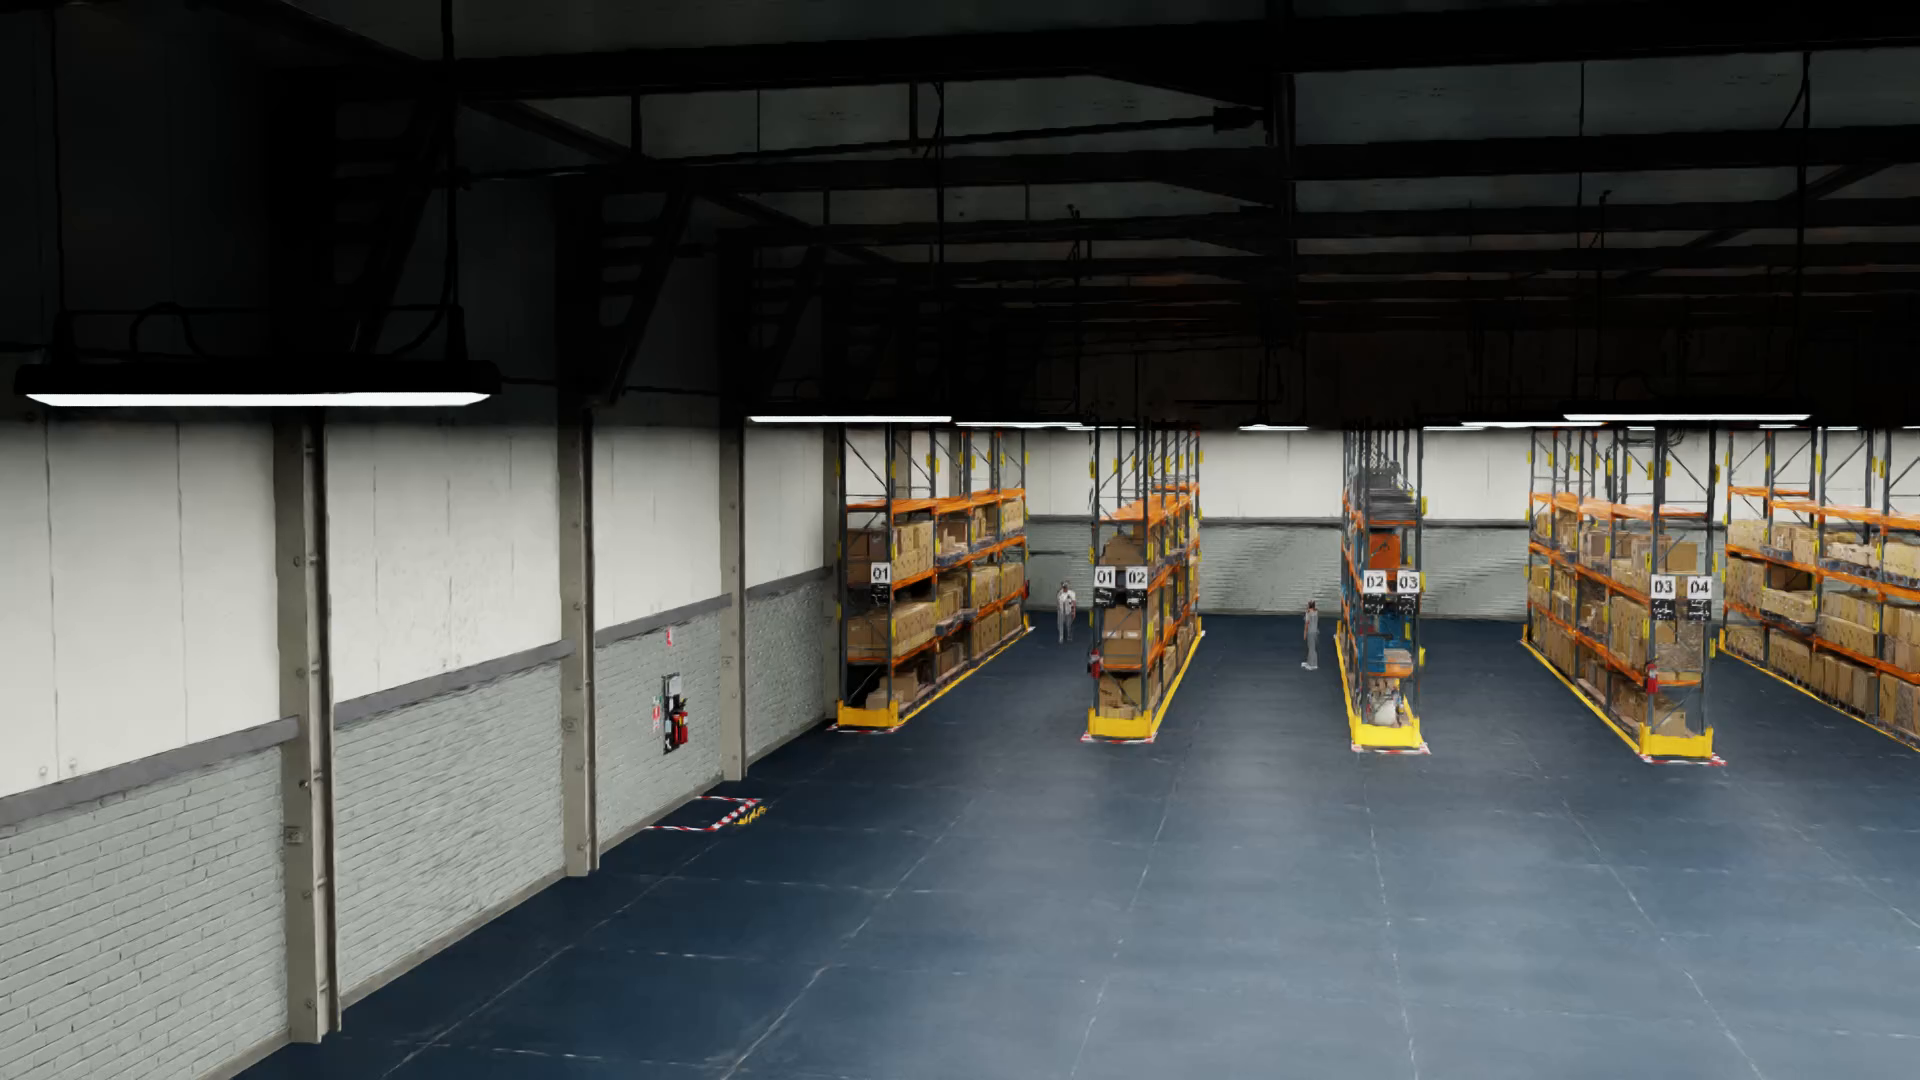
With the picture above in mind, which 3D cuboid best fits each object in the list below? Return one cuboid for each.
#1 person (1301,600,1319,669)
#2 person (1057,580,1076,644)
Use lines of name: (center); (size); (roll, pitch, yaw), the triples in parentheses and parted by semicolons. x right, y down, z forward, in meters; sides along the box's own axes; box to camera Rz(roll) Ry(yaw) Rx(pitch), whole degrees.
person: (8.467, 2.264, 40.194); (0.564, 1.665, 0.537); (3, 5, 40)
person: (2.884, 1.936, 45.106); (0.556, 1.712, 1.040); (1, 4, 11)
